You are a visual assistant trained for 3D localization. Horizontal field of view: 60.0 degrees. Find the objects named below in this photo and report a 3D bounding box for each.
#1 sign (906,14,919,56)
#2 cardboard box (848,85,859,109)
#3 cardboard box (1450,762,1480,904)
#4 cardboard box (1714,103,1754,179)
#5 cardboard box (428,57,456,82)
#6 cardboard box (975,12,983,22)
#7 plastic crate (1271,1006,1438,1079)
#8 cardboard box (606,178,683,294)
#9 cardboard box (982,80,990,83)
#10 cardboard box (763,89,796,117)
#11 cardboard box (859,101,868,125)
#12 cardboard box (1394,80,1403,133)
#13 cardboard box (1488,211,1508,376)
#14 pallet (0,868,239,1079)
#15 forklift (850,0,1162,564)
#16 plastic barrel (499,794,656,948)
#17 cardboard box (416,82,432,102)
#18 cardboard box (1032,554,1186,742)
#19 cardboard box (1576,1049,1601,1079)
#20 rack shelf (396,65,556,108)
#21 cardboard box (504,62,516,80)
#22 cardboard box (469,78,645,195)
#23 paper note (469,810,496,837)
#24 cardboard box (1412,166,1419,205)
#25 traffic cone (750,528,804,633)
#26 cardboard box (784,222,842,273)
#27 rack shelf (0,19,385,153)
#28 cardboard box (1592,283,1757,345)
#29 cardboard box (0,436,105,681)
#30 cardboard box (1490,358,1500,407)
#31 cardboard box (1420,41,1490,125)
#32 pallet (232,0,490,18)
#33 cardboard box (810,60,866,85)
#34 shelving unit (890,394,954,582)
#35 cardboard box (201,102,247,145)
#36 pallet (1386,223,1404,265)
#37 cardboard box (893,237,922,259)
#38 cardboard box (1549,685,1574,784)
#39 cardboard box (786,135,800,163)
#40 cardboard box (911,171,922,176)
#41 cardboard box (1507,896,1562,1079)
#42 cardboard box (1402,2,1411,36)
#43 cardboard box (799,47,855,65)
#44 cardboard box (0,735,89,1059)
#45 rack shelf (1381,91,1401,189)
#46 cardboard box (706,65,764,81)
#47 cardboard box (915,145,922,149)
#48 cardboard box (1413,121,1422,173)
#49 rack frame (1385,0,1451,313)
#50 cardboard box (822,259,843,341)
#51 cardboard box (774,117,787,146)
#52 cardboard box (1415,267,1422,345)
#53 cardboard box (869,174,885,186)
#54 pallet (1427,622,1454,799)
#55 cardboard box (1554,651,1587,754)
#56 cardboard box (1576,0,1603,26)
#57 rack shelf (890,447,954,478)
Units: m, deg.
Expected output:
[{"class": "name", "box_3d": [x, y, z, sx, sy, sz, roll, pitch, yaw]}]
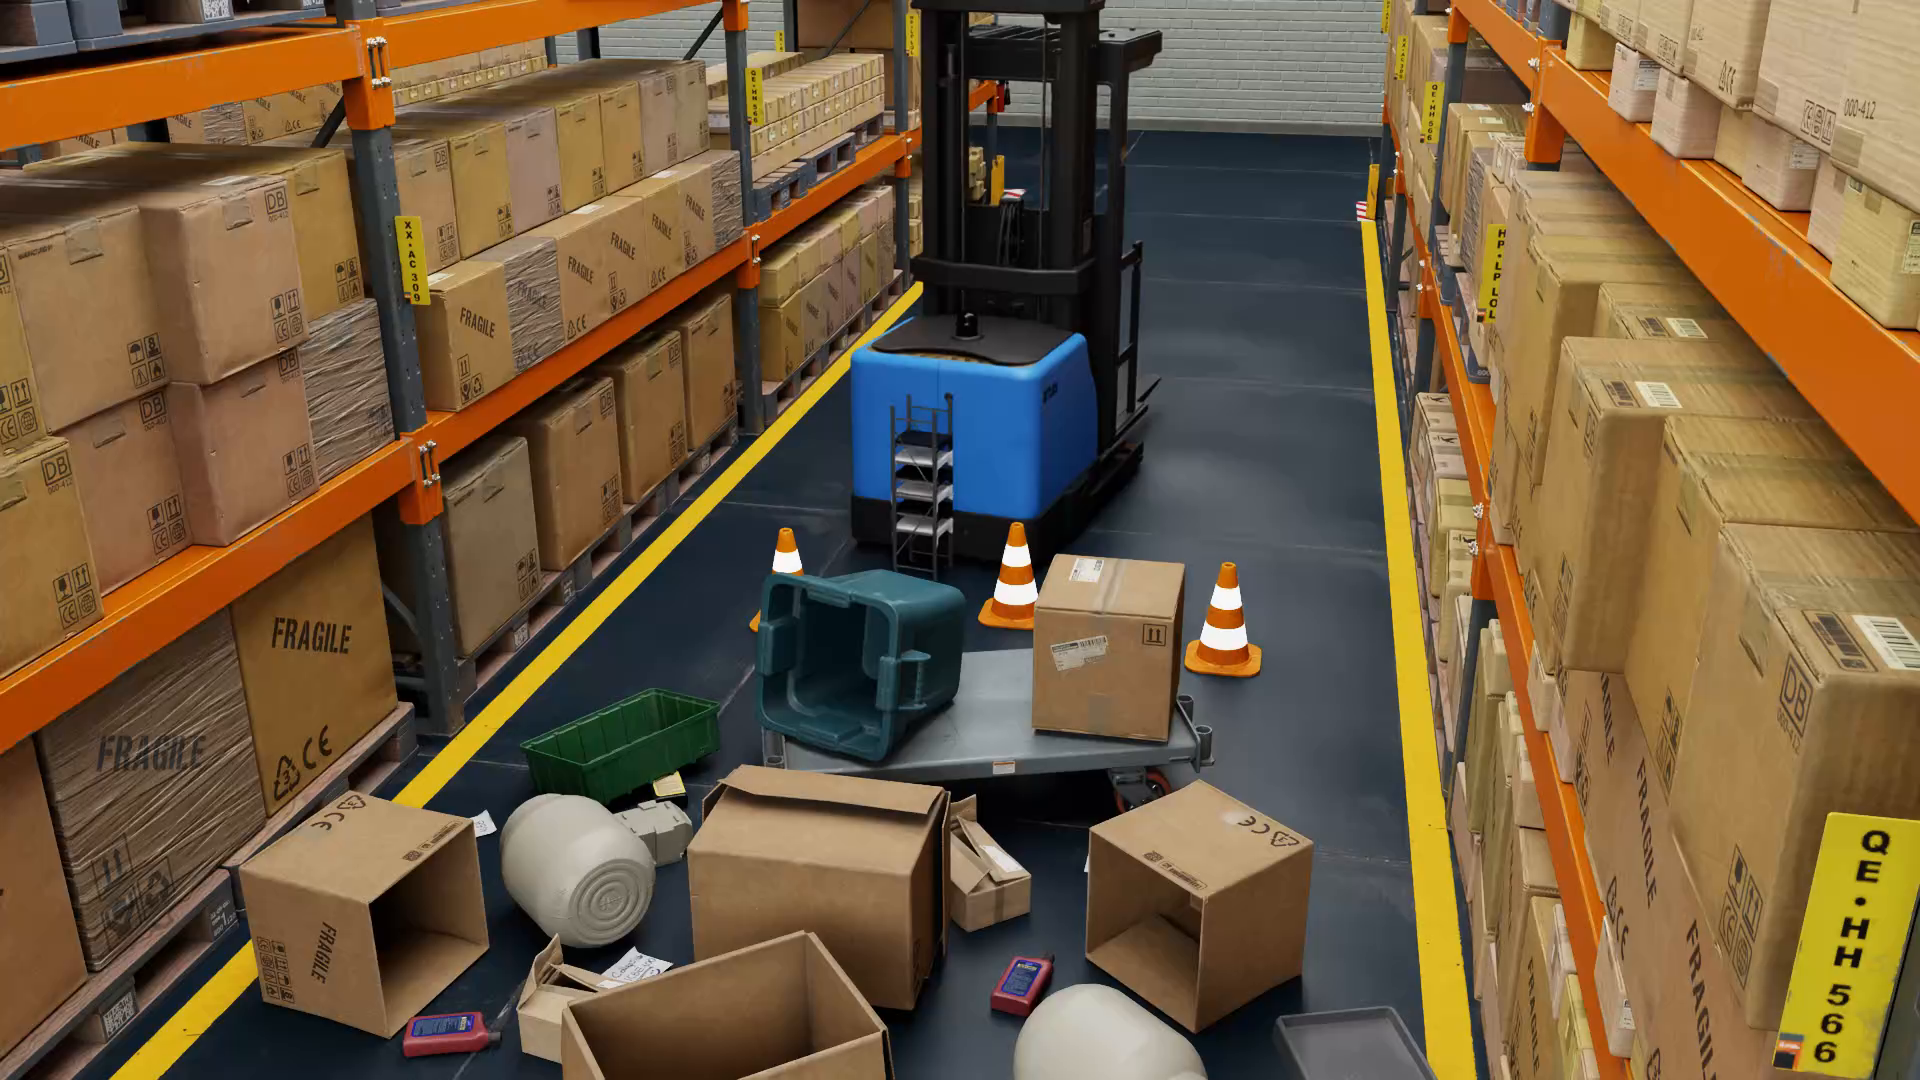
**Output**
[{"class": "sign", "box_3d": [-0.384, -4.054, 13.354, 0.100, 0.325, 0.005, 4, 22, 11]}, {"class": "cardboard box", "box_3d": [-0.973, -3.326, 12.473, 0.380, 0.149, 0.250, 4, 22, 9]}, {"class": "cardboard box", "box_3d": [1.922, 0.984, 5.513, 0.500, 0.250, 0.500, 3, 22, 8]}, {"class": "cardboard box", "box_3d": [1.578, -0.721, 2.951, 0.380, 0.149, 0.250, 4, 22, 9]}, {"class": "cardboard box", "box_3d": [-5.204, -4.564, 15.974, 0.500, 0.250, 0.500, 5, 22, 12]}, {"class": "cardboard box", "box_3d": [-0.065, -5.297, 16.120, 0.500, 0.500, 0.500, 4, 22, 9]}, {"class": "plastic crate", "box_3d": [1.183, 1.575, 4.837, 0.402, 0.080, 0.583, -3, 22, -8]}, {"class": "cardboard box", "box_3d": [-1.778, -1.591, 8.654, 0.500, 0.500, 0.500, 4, 22, 10]}, {"class": "cardboard box", "box_3d": [0.099, -4.763, 17.002, 0.380, 0.149, 0.250, 4, 22, 11]}, {"class": "cardboard box", "box_3d": [-1.299, -2.888, 10.987, 0.380, 0.149, 0.250, 4, 22, 9]}, {"class": "cardboard box", "box_3d": [-0.920, -3.290, 12.780, 0.380, 0.149, 0.250, 4, 22, 11]}, {"class": "cardboard box", "box_3d": [3.883, -3.641, 13.746, 0.500, 0.500, 0.500, 4, 22, 10]}, {"class": "cardboard box", "box_3d": [2.176, -0.857, 5.872, 0.500, 0.500, 0.500, 4, 22, 10]}, {"class": "pallet", "box_3d": [-3.039, 1.381, 5.141, 1.003, 0.211, 1.213, 4, 22, 11]}, {"class": "forklift", "box_3d": [0.446, -1.754, 9.286, 1.130, 2.935, 3.031, 8, 23, 20]}, {"class": "plastic barrel", "box_3d": [-1.290, 1.095, 5.568, 0.421, 0.421, 0.512, -16, 27, -35]}, {"class": "cardboard box", "box_3d": [-5.218, -4.228, 15.672, 0.380, 0.149, 0.250, 4, 22, 9]}, {"class": "cardboard box", "box_3d": [0.558, 0.392, 6.197, 0.500, 0.500, 0.500, 4, 22, 11]}, {"class": "cardboard box", "box_3d": [1.408, 1.151, 3.227, 0.380, 0.149, 0.250, 5, 22, 12]}, {"class": "rack shelf", "box_3d": [-5.354, -4.370, 16.653, 1.077, 0.370, 4.000, 4, 22, 11]}, {"class": "cardboard box", "box_3d": [-4.853, -4.885, 17.304, 0.380, 0.149, 0.250, 5, 22, 12]}, {"class": "cardboard box", "box_3d": [-2.050, -2.069, 8.503, 0.700, 0.500, 0.500, 4, 22, 10]}, {"class": "paper note", "box_3d": [-1.811, 1.060, 6.180, 0.147, 0.020, 0.142, -11, 25, -26]}, {"class": "cardboard box", "box_3d": [3.179, -2.260, 10.652, 0.500, 0.250, 0.500, 4, 22, 10]}, {"class": "traffic cone", "box_3d": [-0.808, 0.170, 7.813, 0.336, 0.463, 0.334, 4, 22, 11]}, {"class": "cardboard box", "box_3d": [-1.149, -2.077, 11.776, 0.500, 0.250, 0.500, 5, 22, 11]}, {"class": "rack shelf", "box_3d": [-2.968, -0.958, 4.165, 1.077, 0.370, 4.000, 4, 22, 11]}, {"class": "cardboard box", "box_3d": [1.732, -0.231, 3.541, 0.700, 0.500, 0.500, 4, 22, 11]}, {"class": "cardboard box", "box_3d": [-2.949, 0.027, 4.570, 0.875, 0.550, 0.500, 4, 22, 11]}, {"class": "cardboard box", "box_3d": [2.141, -0.579, 6.050, 0.380, 0.149, 0.250, 5, 22, 12]}, {"class": "cardboard box", "box_3d": [3.177, -2.843, 10.425, 0.500, 0.500, 0.500, 4, 22, 11]}, {"class": "pallet", "box_3d": [-2.421, -2.274, 6.725, 0.805, 0.209, 1.217, 4, 22, 9]}, {"class": "cardboard box", "box_3d": [-0.927, -3.557, 12.649, 0.380, 0.149, 0.250, 4, 22, 9]}, {"class": "shelving unit", "box_3d": [-0.188, -0.253, 8.277, 0.258, 0.900, 0.210, 8, 23, 20]}, {"class": "cardboard box", "box_3d": [-5.905, -3.272, 12.830, 0.500, 0.500, 0.500, 5, 22, 11]}, {"class": "pallet", "box_3d": [4.417, -2.643, 15.135, 1.003, 0.211, 1.213, 4, 22, 11]}, {"class": "cardboard box", "box_3d": [-0.539, -2.539, 14.396, 0.380, 0.149, 0.250, 3, 22, 9]}, {"class": "cardboard box", "box_3d": [1.634, 0.477, 3.990, 0.380, 0.149, 0.250, 4, 22, 11]}, {"class": "cardboard box", "box_3d": [-1.292, -2.617, 11.110, 0.380, 0.149, 0.250, 5, 23, 13]}, {"class": "cardboard box", "box_3d": [-0.311, -3.386, 15.703, 0.380, 0.149, 0.250, 5, 22, 11]}, {"class": "cardboard box", "box_3d": [1.611, 1.216, 3.933, 0.500, 0.500, 0.500, 4, 22, 10]}, {"class": "cardboard box", "box_3d": [3.876, -4.106, 13.561, 0.500, 0.500, 0.500, 4, 22, 10]}, {"class": "cardboard box", "box_3d": [-1.105, -3.940, 14.090, 0.500, 0.500, 0.500, 4, 22, 11]}, {"class": "cardboard box", "box_3d": [-3.125, 1.047, 4.521, 0.875, 0.875, 0.875, 4, 22, 10]}, {"class": "rack shelf", "box_3d": [4.347, -3.615, 14.777, 1.077, 0.370, 4.000, 4, 22, 11]}, {"class": "cardboard box", "box_3d": [-1.669, -3.422, 12.313, 0.380, 0.149, 0.250, 4, 22, 10]}, {"class": "cardboard box", "box_3d": [-0.551, -4.003, 17.236, 0.380, 0.149, 0.250, 3, 22, 8]}, {"class": "cardboard box", "box_3d": [3.158, -2.490, 10.552, 0.500, 0.250, 0.500, 4, 22, 10]}, {"class": "rack frame", "box_3d": [3.939, -3.217, 12.827, 1.000, 3.000, 0.127, 4, 22, 11]}, {"class": "cardboard box", "box_3d": [-1.150, -1.742, 11.946, 0.500, 0.500, 0.500, 4, 22, 10]}, {"class": "cardboard box", "box_3d": [-1.344, -2.670, 10.843, 0.380, 0.149, 0.250, 4, 22, 9]}, {"class": "cardboard box", "box_3d": [3.714, -1.863, 11.745, 0.875, 0.875, 0.875, 5, 22, 12]}, {"class": "cardboard box", "box_3d": [-0.916, -3.339, 15.586, 0.380, 0.149, 0.250, 4, 22, 9]}, {"class": "pallet", "box_3d": [2.464, 0.717, 6.790, 1.003, 0.211, 1.213, 4, 22, 11]}, {"class": "cardboard box", "box_3d": [1.665, 0.218, 3.765, 0.500, 0.500, 0.500, 5, 22, 12]}, {"class": "cardboard box", "box_3d": [1.853, -1.422, 4.156, 0.500, 0.250, 0.500, 4, 22, 10]}, {"class": "rack shelf", "box_3d": [-0.188, -0.389, 8.222, 0.258, 0.077, 0.200, 8, 23, 20]}]
